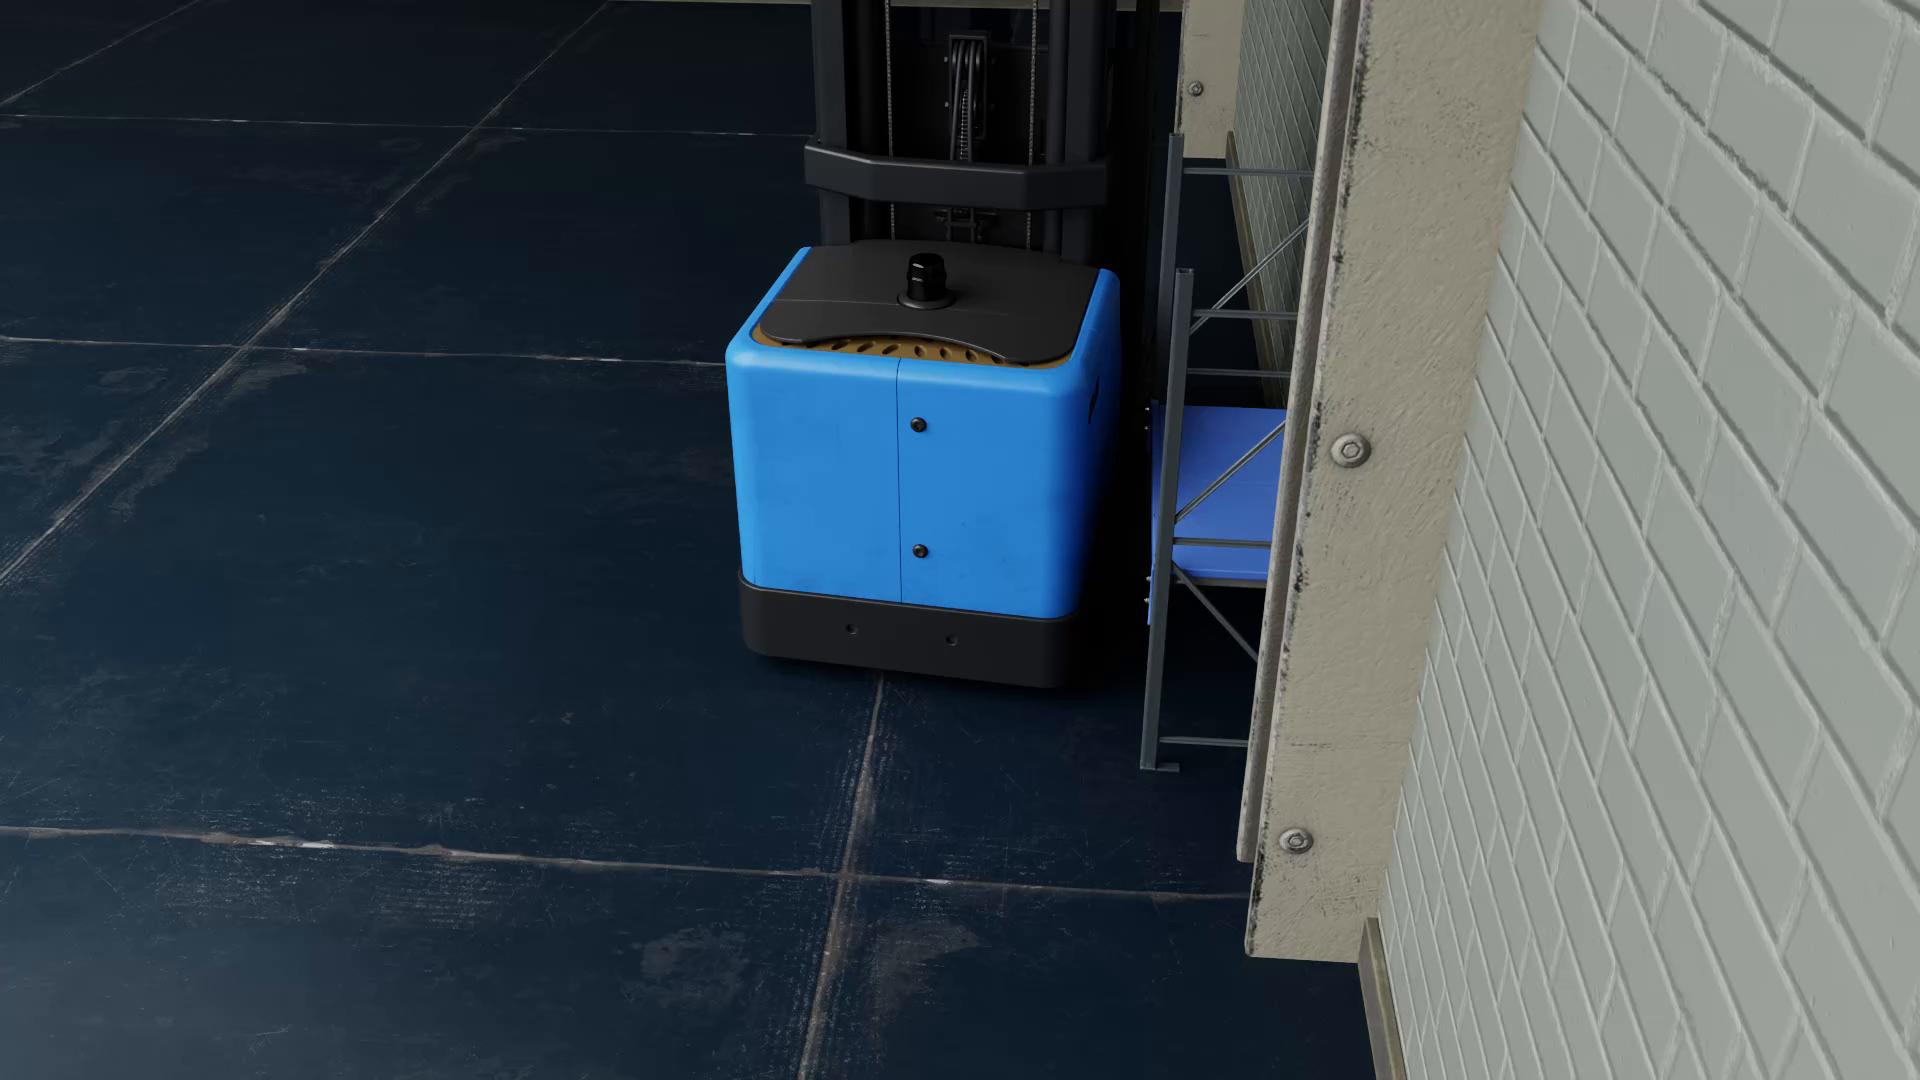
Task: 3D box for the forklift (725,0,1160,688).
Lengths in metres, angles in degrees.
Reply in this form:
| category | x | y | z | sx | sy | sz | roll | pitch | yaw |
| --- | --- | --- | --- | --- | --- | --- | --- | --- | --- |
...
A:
| category | x | y | z | sx | sy | sz | roll | pitch | yaw |
| --- | --- | --- | --- | --- | --- | --- | --- | --- | --- |
| forklift | 0.122 | -1.571 | 5.506 | 1.130 | 2.935 | 3.031 | 6 | 32 | 10 |

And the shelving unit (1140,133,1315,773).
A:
| category | x | y | z | sx | sy | sz | roll | pitch | yaw |
| --- | --- | --- | --- | --- | --- | --- | --- | --- | --- |
| shelving unit | 0.805 | -0.250 | 4.726 | 0.538 | 1.500 | 1.048 | 3 | 32 | 4 |

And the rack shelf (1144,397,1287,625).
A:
| category | x | y | z | sx | sy | sz | roll | pitch | yaw |
| --- | --- | --- | --- | --- | --- | --- | --- | --- | --- |
| rack shelf | 0.805 | -0.097 | 4.821 | 0.538 | 0.185 | 1.000 | 3 | 32 | 4 |

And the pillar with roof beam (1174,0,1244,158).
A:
| category | x | y | z | sx | sy | sz | roll | pitch | yaw |
| --- | --- | --- | --- | --- | --- | --- | --- | --- | --- |
| pillar with roof beam | -2.929 | -6.226 | 7.276 | 9.100 | 9.000 | 0.400 | 2 | 32 | 4 |

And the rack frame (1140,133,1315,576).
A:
| category | x | y | z | sx | sy | sz | roll | pitch | yaw |
| --- | --- | --- | --- | --- | --- | --- | --- | --- | --- |
| rack frame | 0.852 | -0.516 | 5.157 | 0.500 | 1.500 | 0.032 | 3 | 32 | 4 |

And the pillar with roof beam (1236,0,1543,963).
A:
| category | x | y | z | sx | sy | sz | roll | pitch | yaw |
| --- | --- | --- | --- | --- | --- | --- | --- | --- | --- |
| pillar with roof beam | -3.417 | -3.089 | 2.185 | 9.100 | 9.000 | 0.400 | 2 | 32 | 4 |

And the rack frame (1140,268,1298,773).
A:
| category | x | y | z | sx | sy | sz | roll | pitch | yaw |
| --- | --- | --- | --- | --- | --- | --- | --- | --- | --- |
| rack frame | 0.759 | 0.016 | 4.295 | 0.500 | 1.500 | 0.032 | 3 | 32 | 4 |
